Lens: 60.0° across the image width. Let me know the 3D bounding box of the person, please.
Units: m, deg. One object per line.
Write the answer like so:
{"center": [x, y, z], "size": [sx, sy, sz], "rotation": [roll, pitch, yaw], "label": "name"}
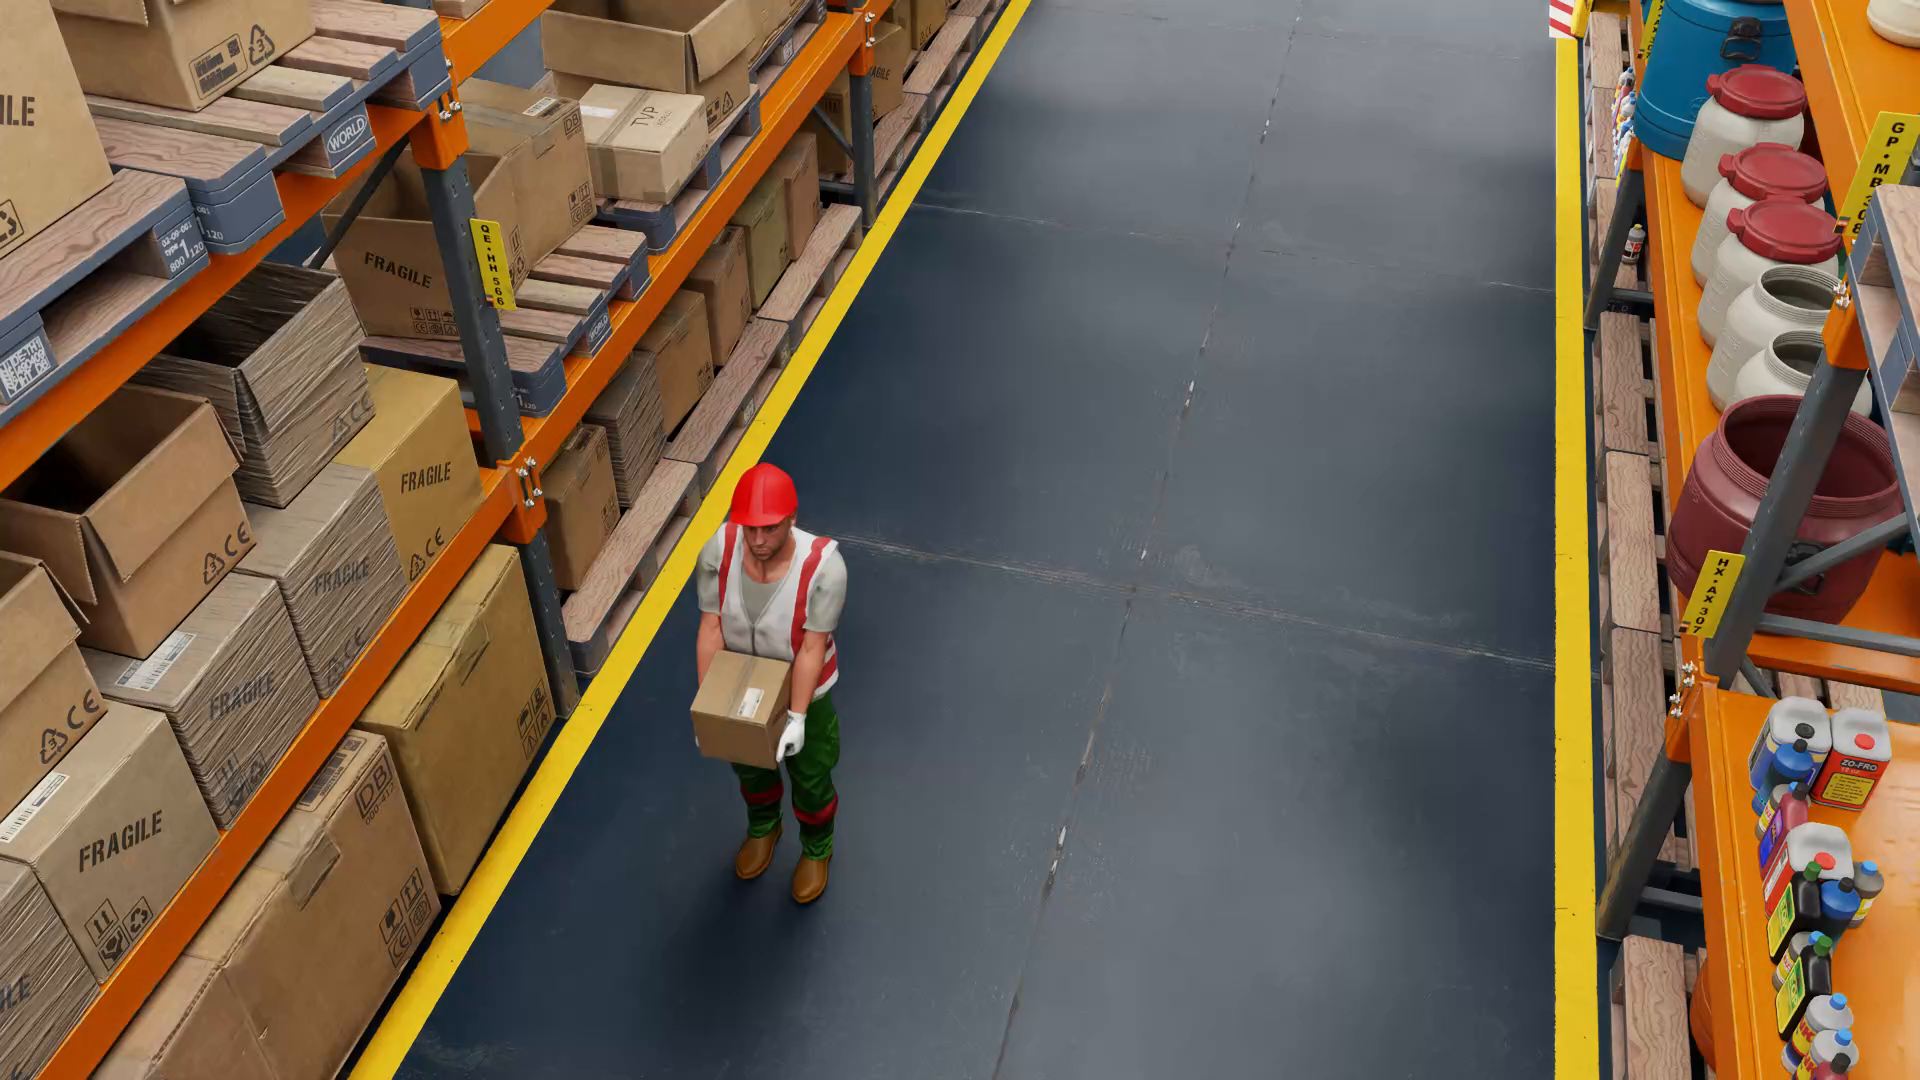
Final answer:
{"center": [-0.626, 0.536, 5.514], "size": [0.495, 1.787, 0.553], "rotation": [10, 42, 11], "label": "person"}
